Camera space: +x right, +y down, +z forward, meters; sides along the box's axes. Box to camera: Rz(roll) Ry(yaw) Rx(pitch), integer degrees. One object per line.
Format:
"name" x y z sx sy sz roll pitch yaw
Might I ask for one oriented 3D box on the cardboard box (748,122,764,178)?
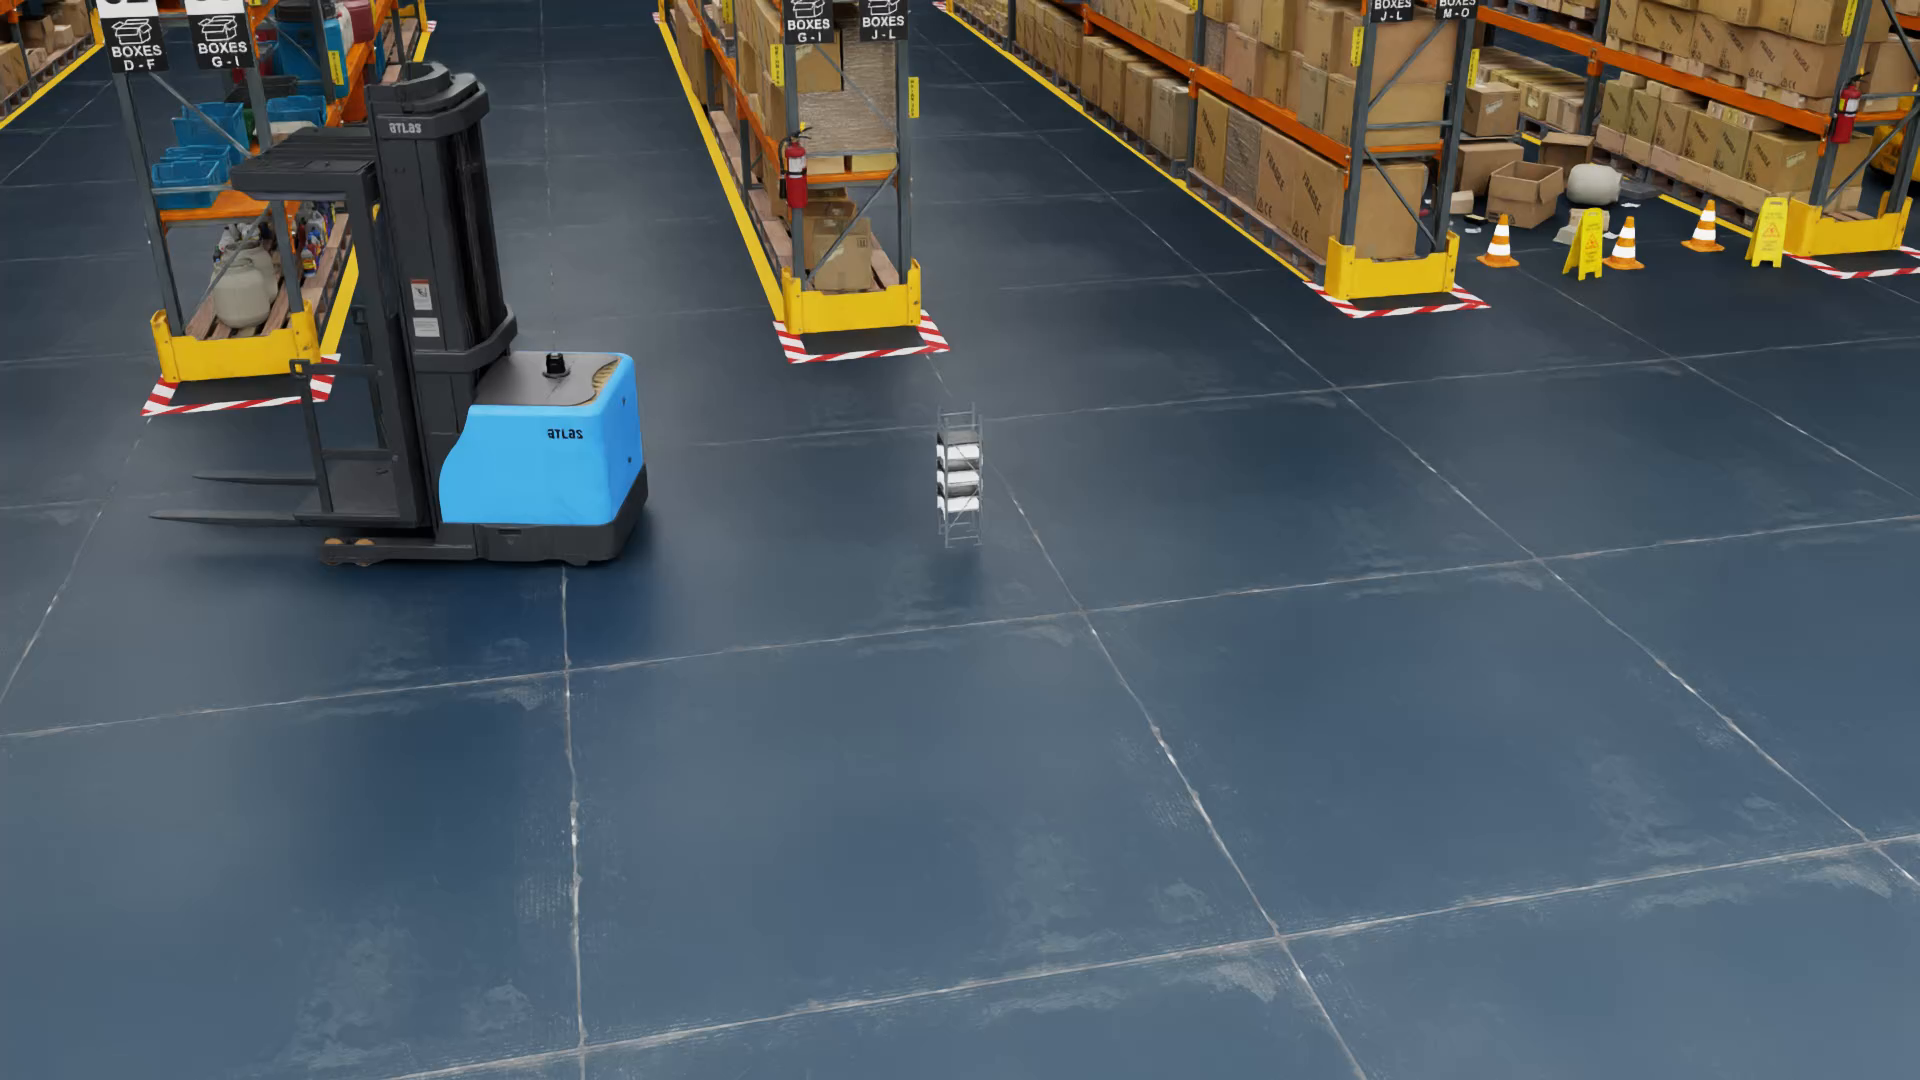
"cardboard box" -1.937 -4.302 18.230 0.700 0.500 0.500 -8 28 -16

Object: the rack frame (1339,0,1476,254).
"rack frame" 3.937 -3.653 14.658 1.000 3.000 0.127 -6 27 -12

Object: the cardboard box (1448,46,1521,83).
"cardboard box" 7.052 -6.477 22.704 0.950 0.372 0.625 -8 28 -15

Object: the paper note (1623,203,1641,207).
"paper note" 7.201 -3.598 17.845 0.142 0.019 0.148 -16 31 -29

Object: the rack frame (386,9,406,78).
"rack frame" -8.448 -7.959 23.189 1.000 3.000 0.127 -6 27 -12

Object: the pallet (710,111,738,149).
"pallet" -2.546 -5.118 20.655 1.003 0.211 1.213 -6 27 -12

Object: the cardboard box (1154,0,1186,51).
"cardboard box" 2.544 -5.877 18.954 0.500 0.500 0.500 -6 27 -12

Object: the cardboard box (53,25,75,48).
"cardboard box" -13.629 -7.549 24.940 0.500 0.250 0.500 -6 27 -12

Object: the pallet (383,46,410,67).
"pallet" -8.651 -7.033 24.449 1.003 0.211 1.213 -6 27 -12

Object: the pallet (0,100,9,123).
"pallet" -12.776 -5.323 21.061 1.003 0.211 1.213 -6 27 -12

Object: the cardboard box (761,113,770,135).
"cardboard box" -1.624 -3.834 15.295 0.380 0.149 0.250 -6 27 -12

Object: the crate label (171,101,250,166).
"crate label" -6.422 -3.487 14.290 0.502 0.435 0.616 -6 27 -12

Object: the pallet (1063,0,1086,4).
"pallet" 1.870 -7.381 22.258 1.213 0.211 1.003 -6 27 -12

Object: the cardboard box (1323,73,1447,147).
"cardboard box" 3.809 -3.878 14.938 0.875 0.550 0.550 -6 27 -12

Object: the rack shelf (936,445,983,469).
"rack shelf" -0.002 -0.536 10.488 0.258 0.077 0.200 -6 27 -12

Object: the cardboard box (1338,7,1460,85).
"cardboard box" 3.891 -4.369 14.712 0.875 0.550 0.550 -6 27 -12

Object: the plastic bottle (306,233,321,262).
"plastic bottle" -5.948 -2.691 15.292 0.097 0.271 0.097 0 27 0

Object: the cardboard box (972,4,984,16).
"cardboard box" 0.412 -8.770 27.495 0.380 0.149 0.250 -7 28 -14

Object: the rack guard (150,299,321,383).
"rack guard" -5.806 -1.603 13.372 1.175 0.500 0.348 -6 27 -12

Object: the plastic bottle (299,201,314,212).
"plastic bottle" -6.359 -3.192 16.198 0.144 0.351 0.185 -6 27 -12

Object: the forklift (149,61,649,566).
"forklift" -3.627 -1.381 10.233 3.031 2.935 1.130 1 27 2

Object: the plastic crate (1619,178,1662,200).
"plastic crate" 7.391 -3.880 18.349 0.402 0.080 0.583 -16 31 -29

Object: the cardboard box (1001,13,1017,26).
"cardboard box" 0.852 -8.075 25.786 0.380 0.149 0.250 -5 27 -11

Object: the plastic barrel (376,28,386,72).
"plastic barrel" -8.342 -6.969 23.091 0.600 0.901 0.708 -6 27 -12

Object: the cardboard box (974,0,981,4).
"cardboard box" 0.452 -9.014 27.647 0.380 0.149 0.250 -7 28 -14

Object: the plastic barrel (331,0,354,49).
"plastic barrel" -7.106 -5.823 18.833 0.421 0.512 0.421 0 27 0

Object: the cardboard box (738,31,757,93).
"cardboard box" -1.700 -4.700 16.292 0.875 0.500 0.500 -6 27 -12

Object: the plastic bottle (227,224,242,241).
"plastic bottle" -6.729 -2.795 15.409 0.144 0.351 0.185 -6 27 -12

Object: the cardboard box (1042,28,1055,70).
"cardboard box" 1.483 -6.958 23.514 0.500 0.500 0.500 -7 28 -14

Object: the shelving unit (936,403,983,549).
"shelving unit" -0.002 -0.405 10.554 0.258 0.900 0.210 -6 27 -12

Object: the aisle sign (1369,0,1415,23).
"aisle sign" 3.661 -4.752 13.951 0.394 0.787 0.004 -6 27 -12

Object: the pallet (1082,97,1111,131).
"pallet" 2.239 -5.566 21.544 1.003 0.211 1.213 -6 27 -12

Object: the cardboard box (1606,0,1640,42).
"cardboard box" 7.663 -5.912 18.693 0.500 0.500 0.500 -6 27 -12

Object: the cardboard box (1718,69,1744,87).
"cardboard box" 8.088 -4.785 17.179 0.380 0.149 0.250 -6 27 -12

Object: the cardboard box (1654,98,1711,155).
"cardboard box" 7.953 -4.503 18.095 0.500 0.500 0.500 -5 27 -9

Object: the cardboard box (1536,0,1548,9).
"cardboard box" 7.255 -6.568 20.246 0.380 0.149 0.250 -6 27 -11

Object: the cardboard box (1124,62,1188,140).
"cardboard box" 2.595 -5.279 19.911 1.050 0.750 0.750 -6 27 -12

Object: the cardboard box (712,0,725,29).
"cardboard box" -2.567 -6.067 19.142 0.500 0.250 0.500 -7 28 -13

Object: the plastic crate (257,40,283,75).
"plastic crate" -7.197 -4.892 17.131 0.392 0.384 0.575 -6 27 -12

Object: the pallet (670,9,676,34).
"pallet" -4.267 -8.630 27.613 1.003 0.211 1.213 -6 27 -12

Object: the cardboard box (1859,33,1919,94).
"cardboard box" 8.901 -4.614 16.120 0.500 0.500 0.500 -6 27 -12

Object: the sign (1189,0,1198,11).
"sign" 2.509 -5.831 17.777 0.100 0.325 0.005 -6 27 -12

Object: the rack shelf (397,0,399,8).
"rack shelf" -8.899 -8.516 25.091 1.077 0.370 4.000 -6 27 -12

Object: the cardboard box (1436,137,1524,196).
"cardboard box" 5.656 -4.070 18.104 0.797 0.637 0.503 -6 27 -12

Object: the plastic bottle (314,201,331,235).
"plastic bottle" -6.176 -3.123 16.060 0.144 0.351 0.185 -7 28 -14

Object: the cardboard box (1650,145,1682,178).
"cardboard box" 7.959 -4.164 18.256 0.500 0.250 0.500 -6 27 -12

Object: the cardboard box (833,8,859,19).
"cardboard box" -0.882 -4.307 14.403 0.500 0.500 0.500 -6 27 -12

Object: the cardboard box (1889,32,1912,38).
"cardboard box" 12.203 -6.488 22.445 0.875 0.625 0.625 -7 28 -14

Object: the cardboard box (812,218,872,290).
"cardboard box" -1.042 -2.541 14.764 0.500 0.500 0.500 -1 27 -2

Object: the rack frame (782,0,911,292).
"rack frame" -0.918 -3.194 13.748 1.000 3.000 0.127 -6 27 -12

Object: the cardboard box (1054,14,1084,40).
"cardboard box" 1.600 -7.066 22.895 0.500 0.250 0.500 -6 27 -11

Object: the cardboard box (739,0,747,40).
"cardboard box" -1.851 -5.131 16.036 0.500 0.500 0.500 -6 27 -12

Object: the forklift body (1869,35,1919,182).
"forklift body" 11.368 -4.974 18.218 2.313 2.155 1.214 -6 27 -12

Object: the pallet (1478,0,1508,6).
"pallet" 7.199 -7.324 22.145 1.213 0.211 1.003 -6 27 -12

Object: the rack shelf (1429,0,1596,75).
"rack shelf" 7.385 -6.513 21.123 1.077 0.370 4.000 -6 27 -12

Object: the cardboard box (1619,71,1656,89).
"cardboard box" 7.675 -5.193 18.743 0.380 0.149 0.250 -6 27 -11

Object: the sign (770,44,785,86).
"sign" -1.463 -3.804 13.322 0.100 0.325 0.005 -6 27 -12

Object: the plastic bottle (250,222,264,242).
"plastic bottle" -6.717 -2.977 15.859 0.097 0.271 0.097 0 27 0

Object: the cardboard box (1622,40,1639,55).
"cardboard box" 7.702 -5.567 18.730 0.380 0.149 0.250 -5 27 -10
